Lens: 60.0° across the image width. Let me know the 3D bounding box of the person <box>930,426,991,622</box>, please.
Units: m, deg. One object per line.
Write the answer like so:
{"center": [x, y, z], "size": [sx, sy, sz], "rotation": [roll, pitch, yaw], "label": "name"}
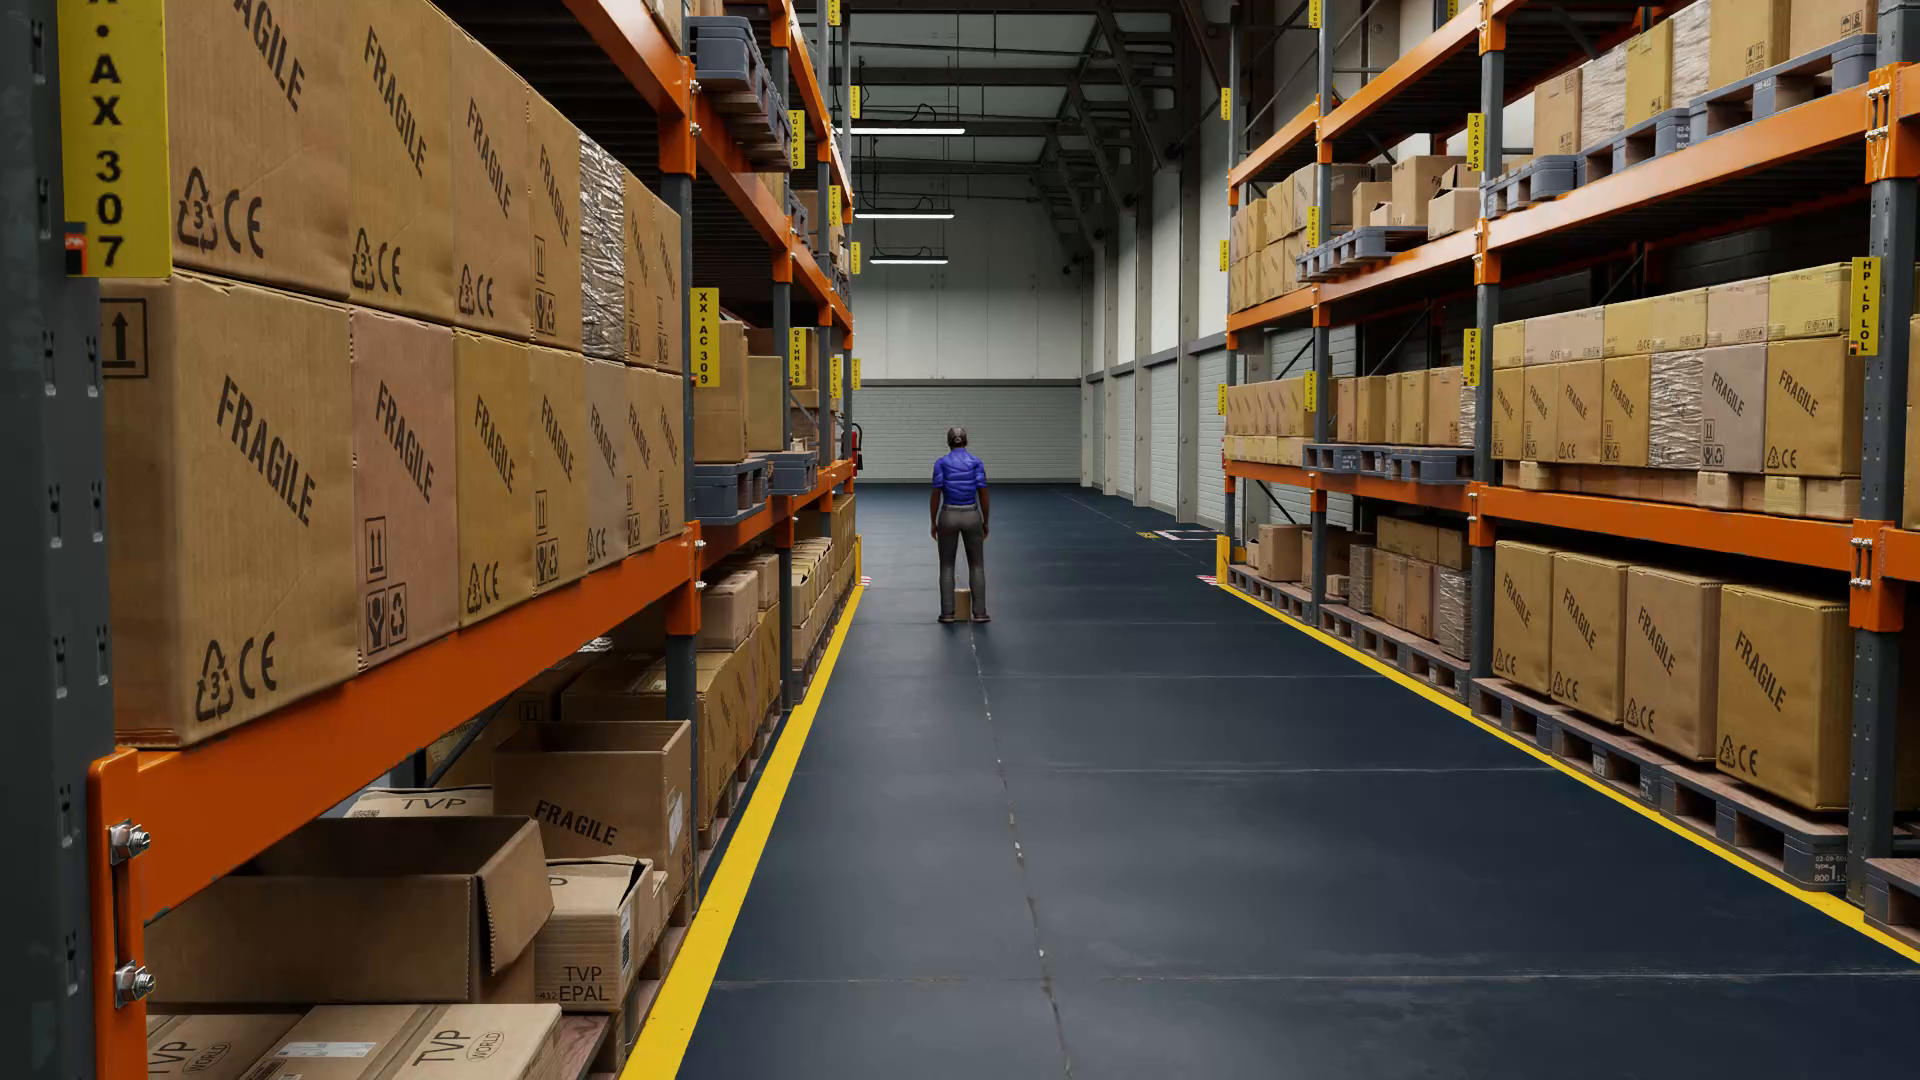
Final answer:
{"center": [0.007, -0.132, 13.997], "size": [0.514, 1.654, 0.352], "rotation": [0, 4, -2], "label": "person"}
